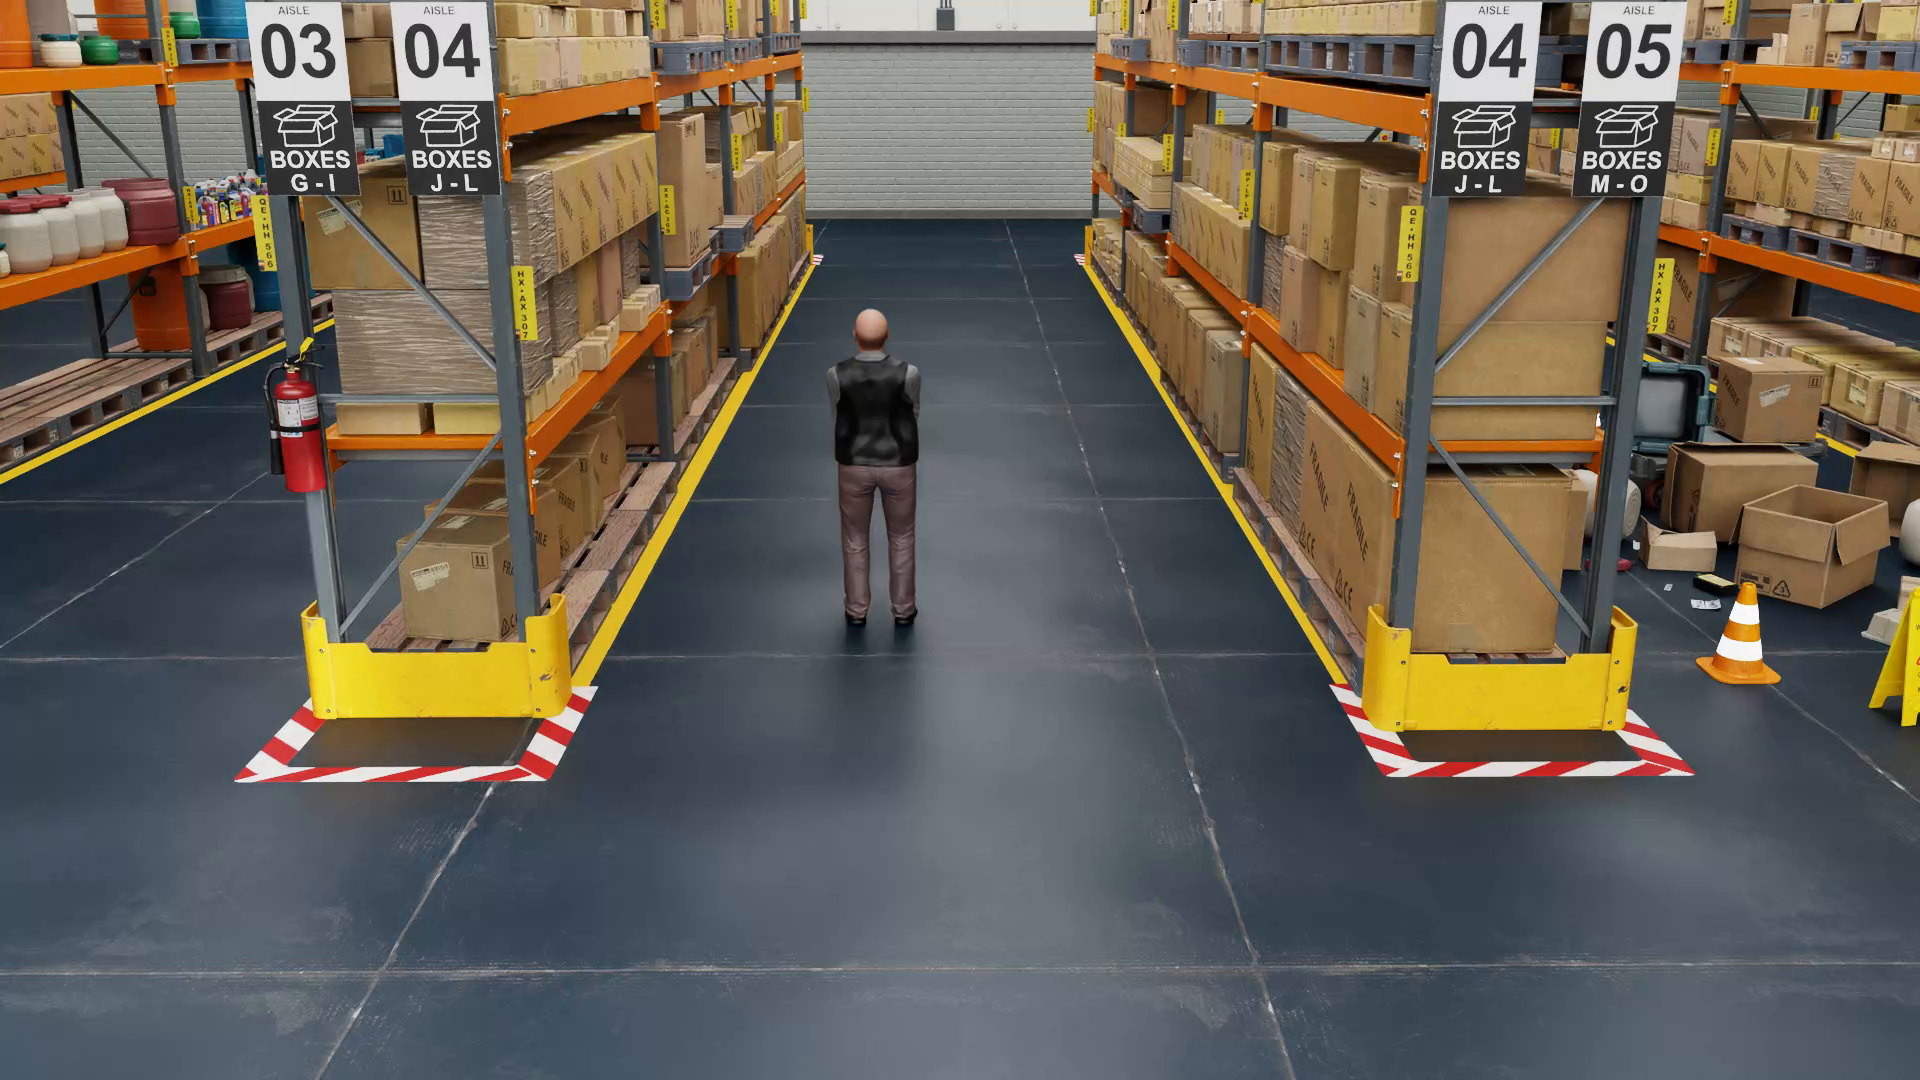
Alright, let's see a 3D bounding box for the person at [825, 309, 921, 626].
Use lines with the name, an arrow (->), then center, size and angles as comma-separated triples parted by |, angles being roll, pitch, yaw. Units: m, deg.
person -> -0.455, -0.405, 8.920 | 0.498, 1.716, 0.550 | 0, 17, -1
